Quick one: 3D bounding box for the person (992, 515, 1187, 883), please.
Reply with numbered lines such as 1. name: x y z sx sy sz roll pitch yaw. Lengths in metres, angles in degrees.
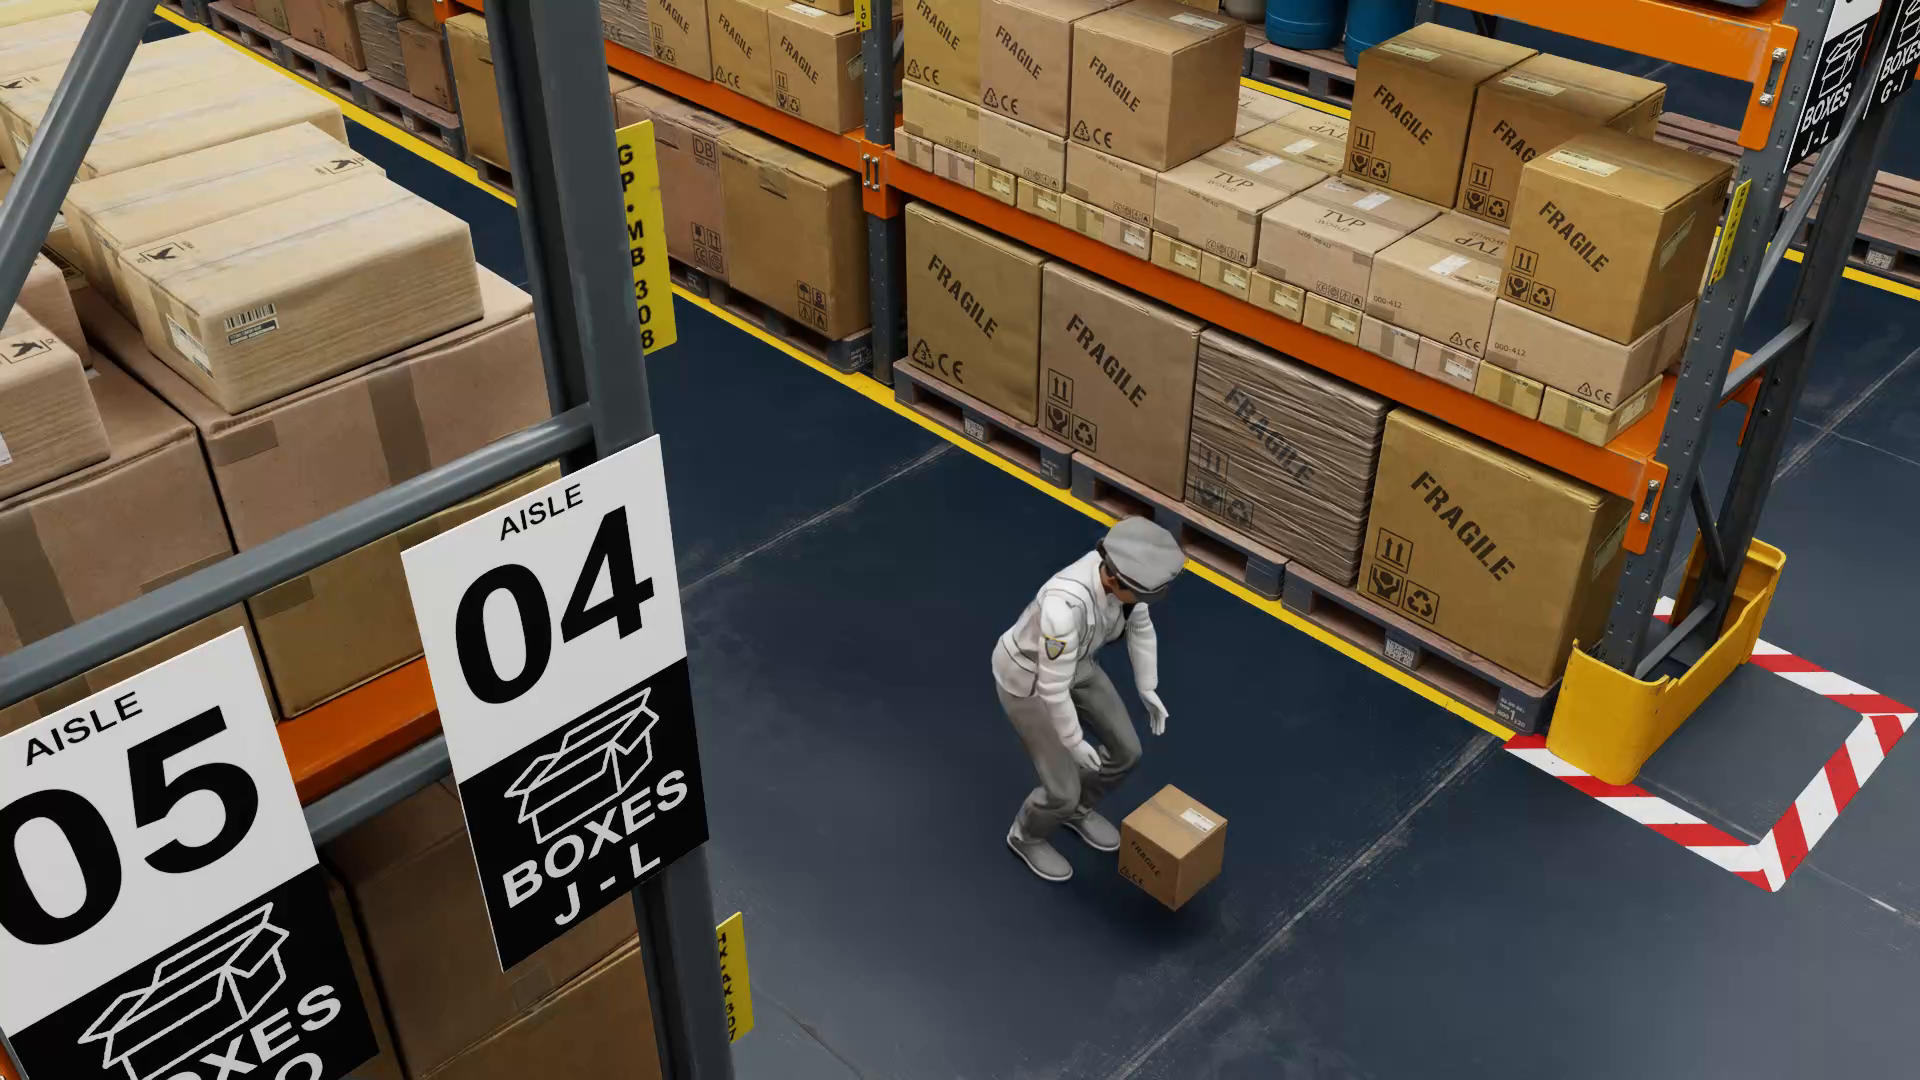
1. person: 0.423 0.512 5.601 0.524 1.479 0.633 -30 45 -35
